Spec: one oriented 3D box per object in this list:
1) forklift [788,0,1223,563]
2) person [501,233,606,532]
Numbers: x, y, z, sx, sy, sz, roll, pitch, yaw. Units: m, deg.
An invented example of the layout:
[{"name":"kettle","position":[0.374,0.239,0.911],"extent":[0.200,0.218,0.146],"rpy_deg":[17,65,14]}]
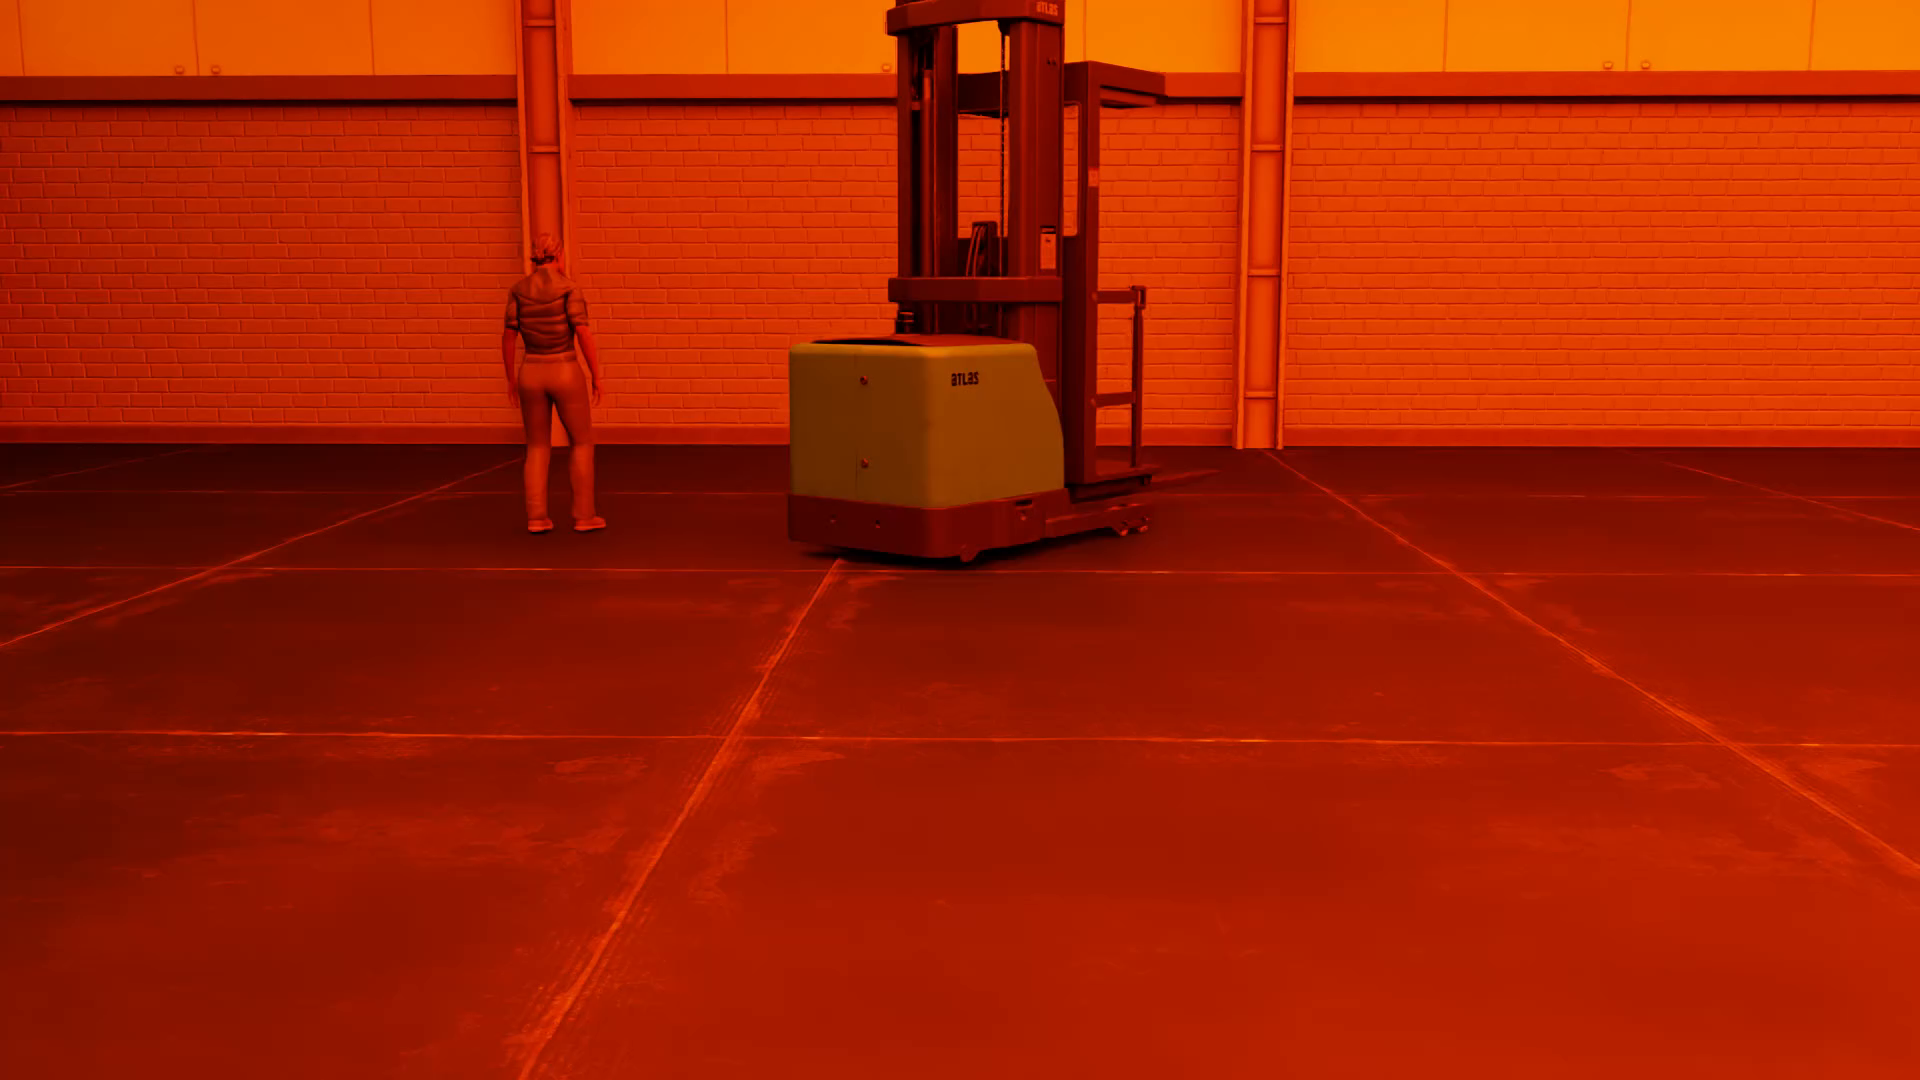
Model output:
[{"name":"forklift","position":[0.430,-1.512,9.197],"extent":[1.130,2.935,3.031],"rpy_deg":[7,11,38]},{"name":"person","position":[-2.251,-0.871,9.239],"extent":[0.553,1.652,0.377],"rpy_deg":[1,9,7]}]
